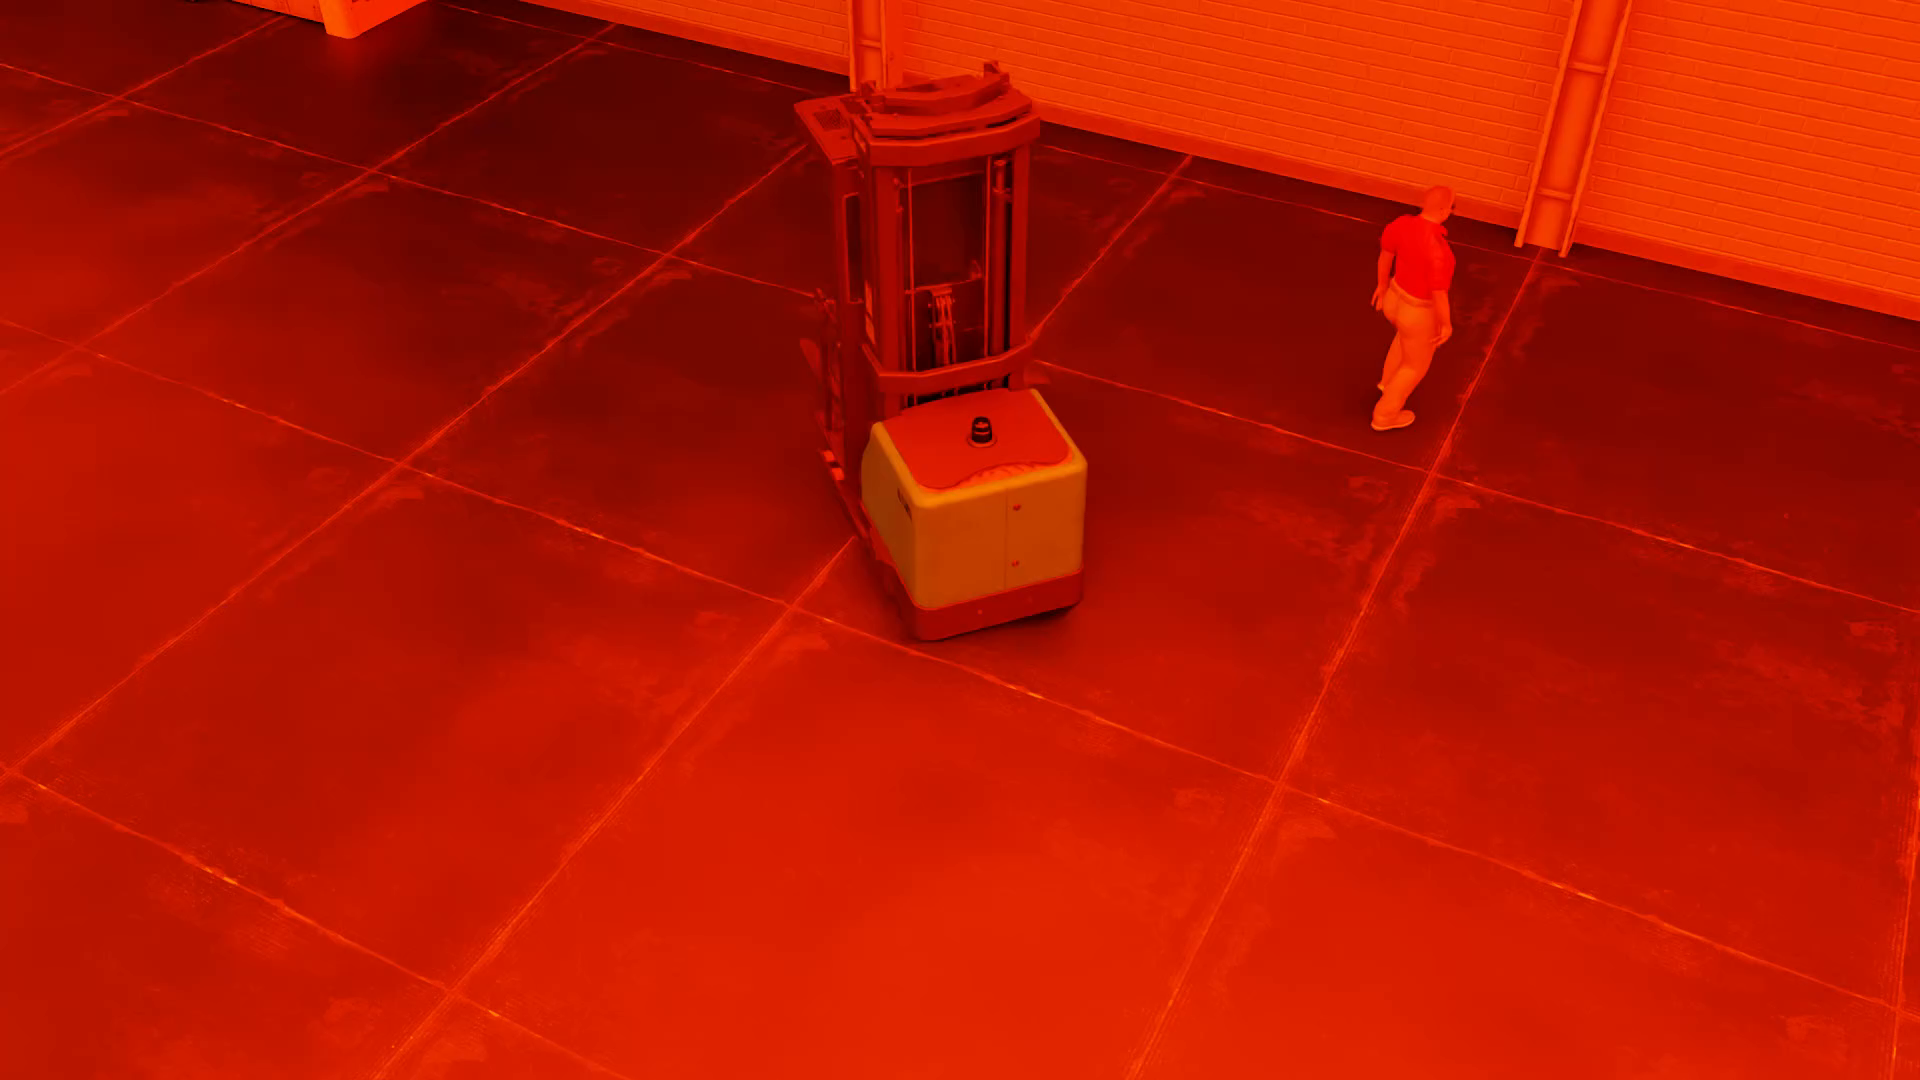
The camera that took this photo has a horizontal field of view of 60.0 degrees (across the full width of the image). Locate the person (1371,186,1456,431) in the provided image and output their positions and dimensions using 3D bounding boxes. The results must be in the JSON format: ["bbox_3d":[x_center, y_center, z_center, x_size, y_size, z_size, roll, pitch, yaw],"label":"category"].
[{"bbox_3d":[2.956,-1.479,10.756,0.504,1.787,0.636,-15,42,-17],"label":"person"}]

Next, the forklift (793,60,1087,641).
[{"bbox_3d":[-0.274,-1.504,9.773,1.130,2.935,3.031,-14,42,-16],"label":"forklift"}]
